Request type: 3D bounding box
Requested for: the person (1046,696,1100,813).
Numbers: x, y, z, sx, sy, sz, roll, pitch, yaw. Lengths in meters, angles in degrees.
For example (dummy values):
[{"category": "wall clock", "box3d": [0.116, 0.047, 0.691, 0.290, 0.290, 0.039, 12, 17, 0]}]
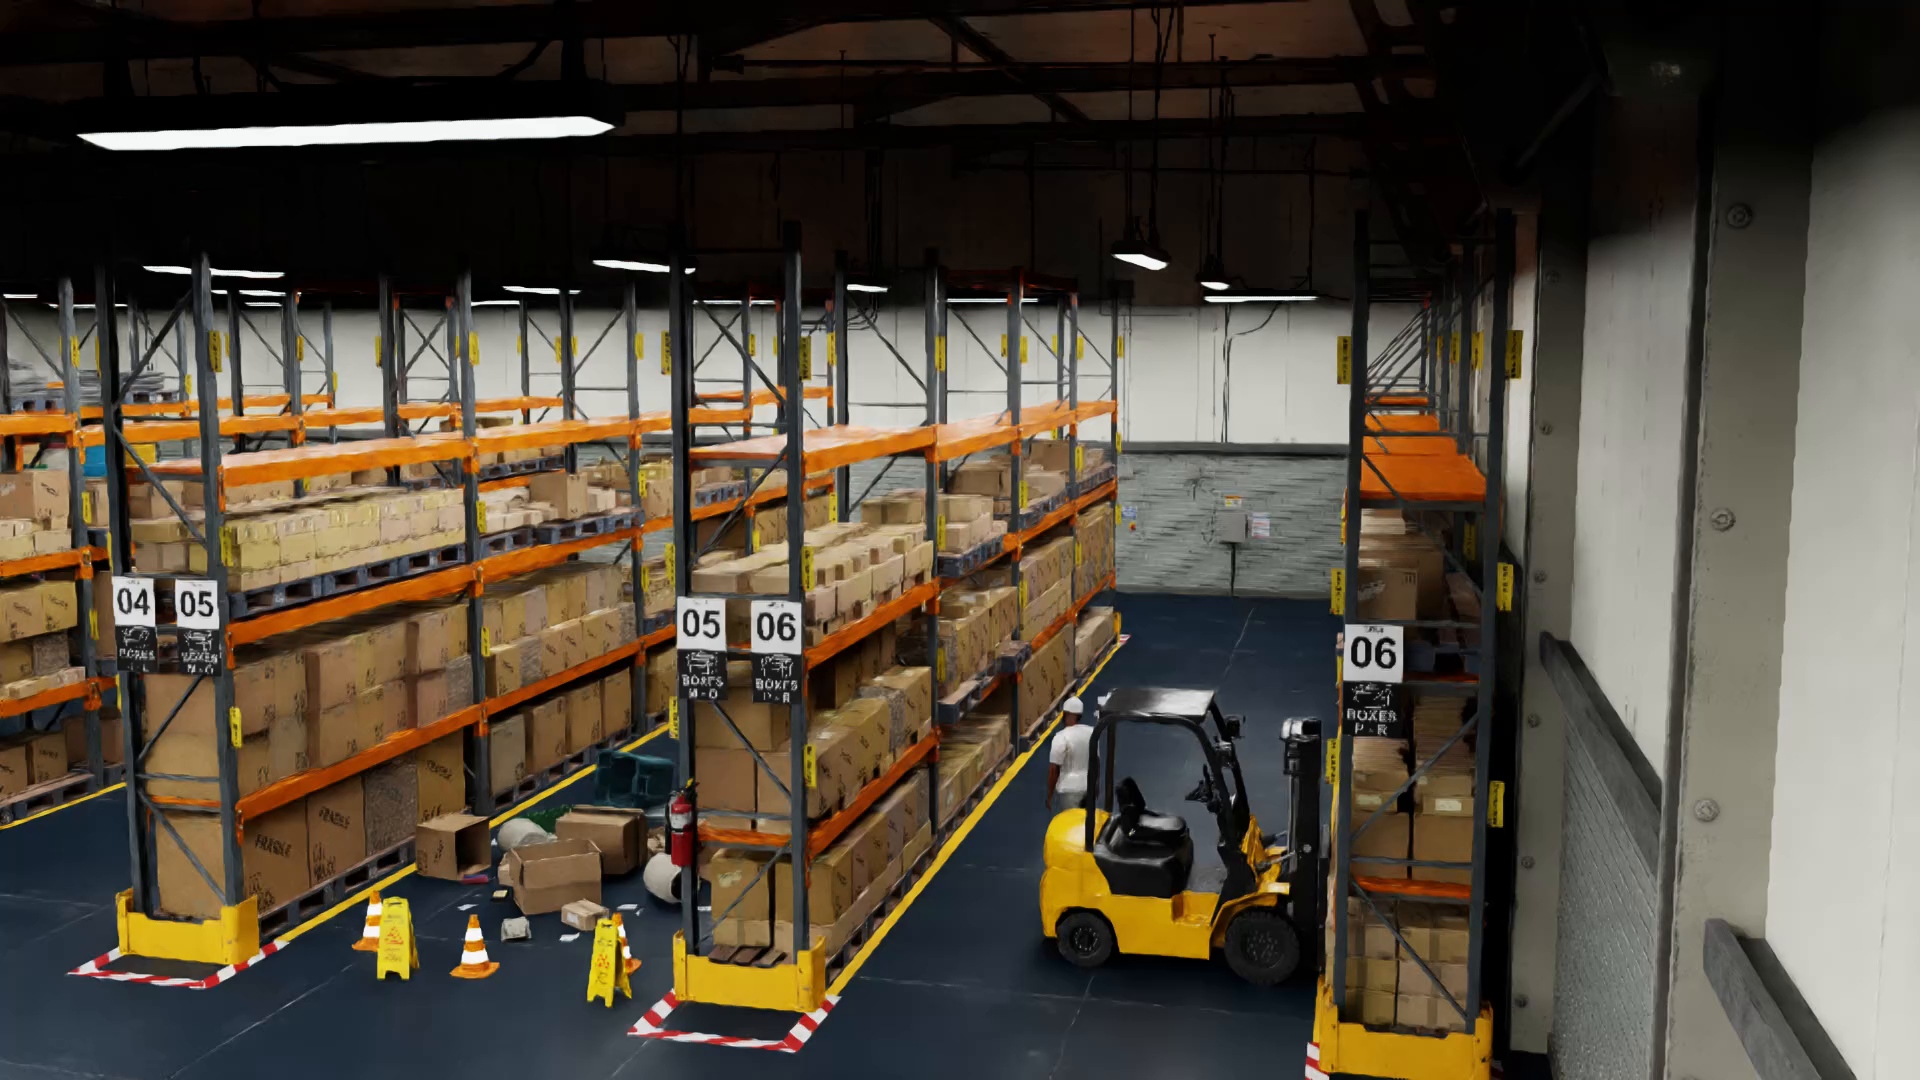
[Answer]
[{"category": "person", "box3d": [1.059, 2.353, 15.824, 0.580, 1.763, 0.673, 7, 10, 44]}]
